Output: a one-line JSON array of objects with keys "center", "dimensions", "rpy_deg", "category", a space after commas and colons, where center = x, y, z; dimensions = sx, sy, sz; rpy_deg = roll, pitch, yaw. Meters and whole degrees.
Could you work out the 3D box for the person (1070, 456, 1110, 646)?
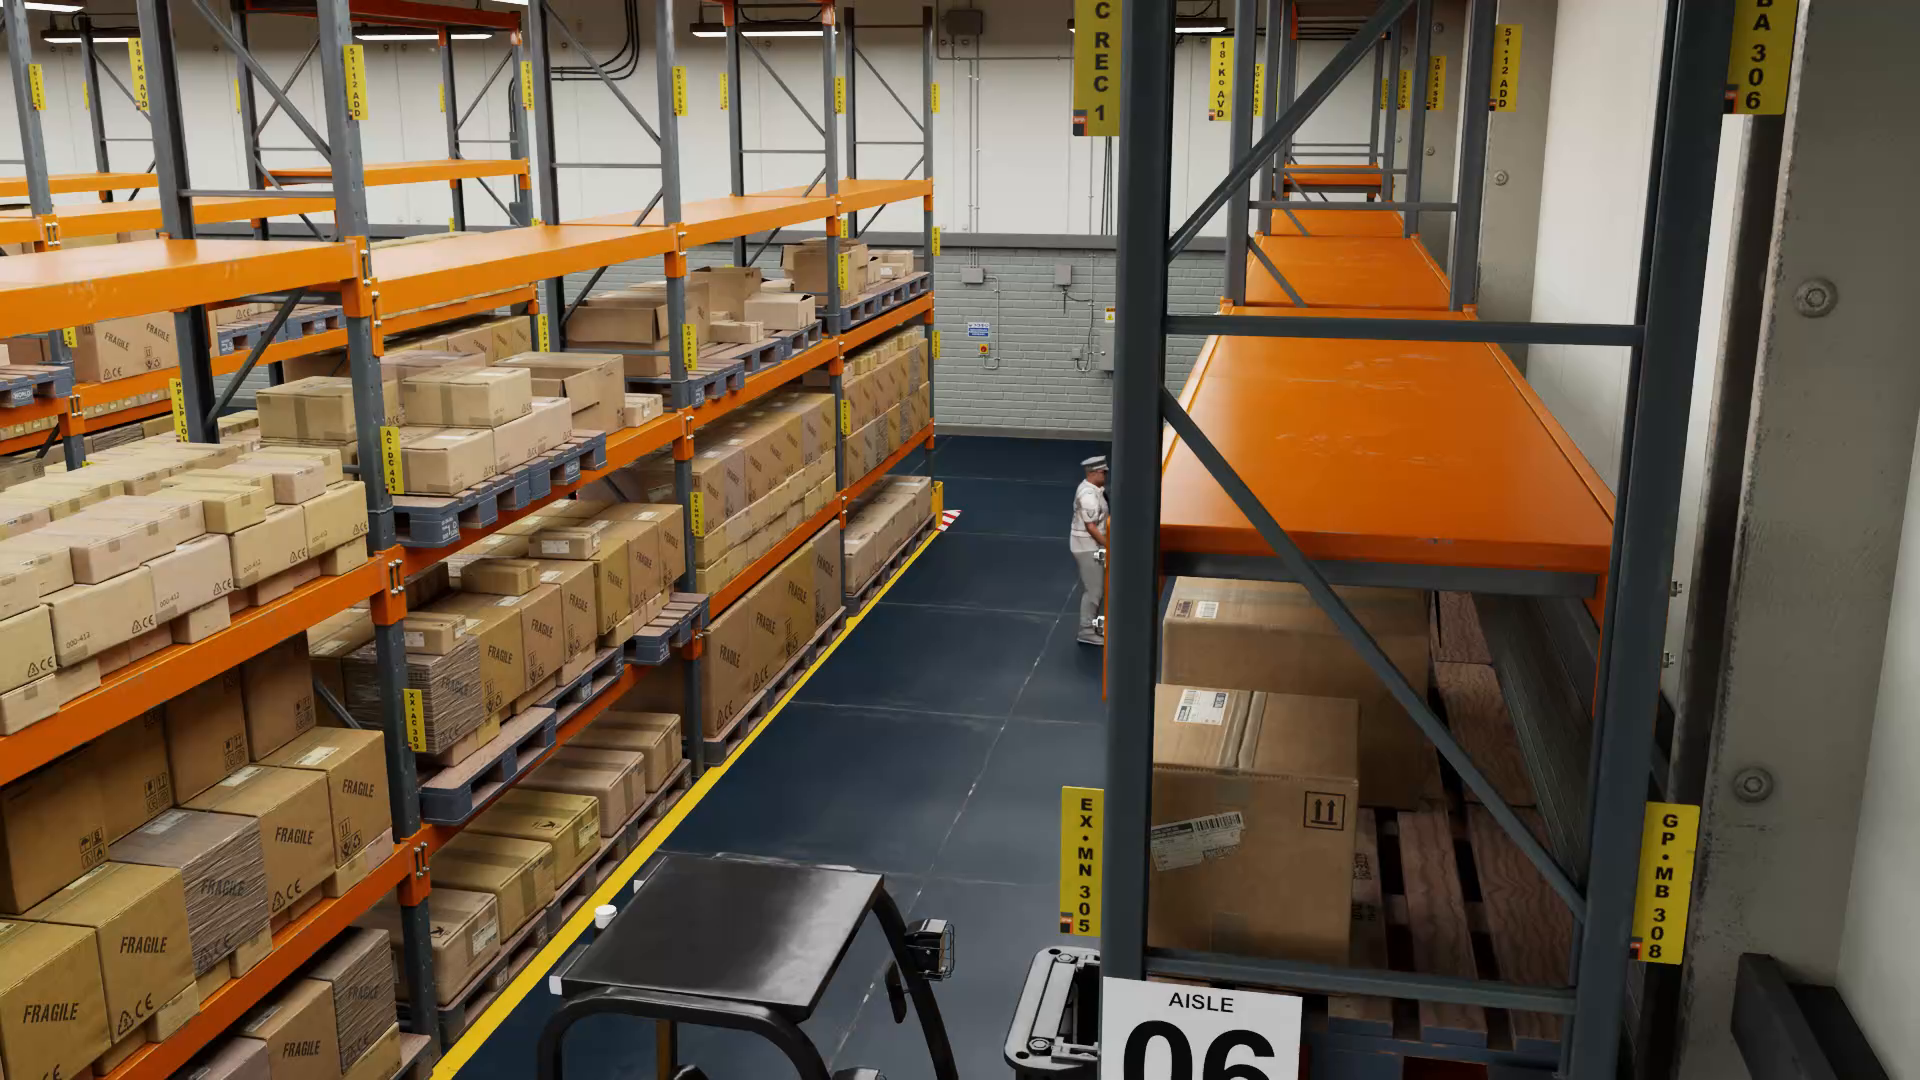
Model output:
[{"center": [1.289, 0.075, 15.663], "dimensions": [0.491, 1.769, 0.533], "rpy_deg": [3, 15, 10], "category": "person"}]
